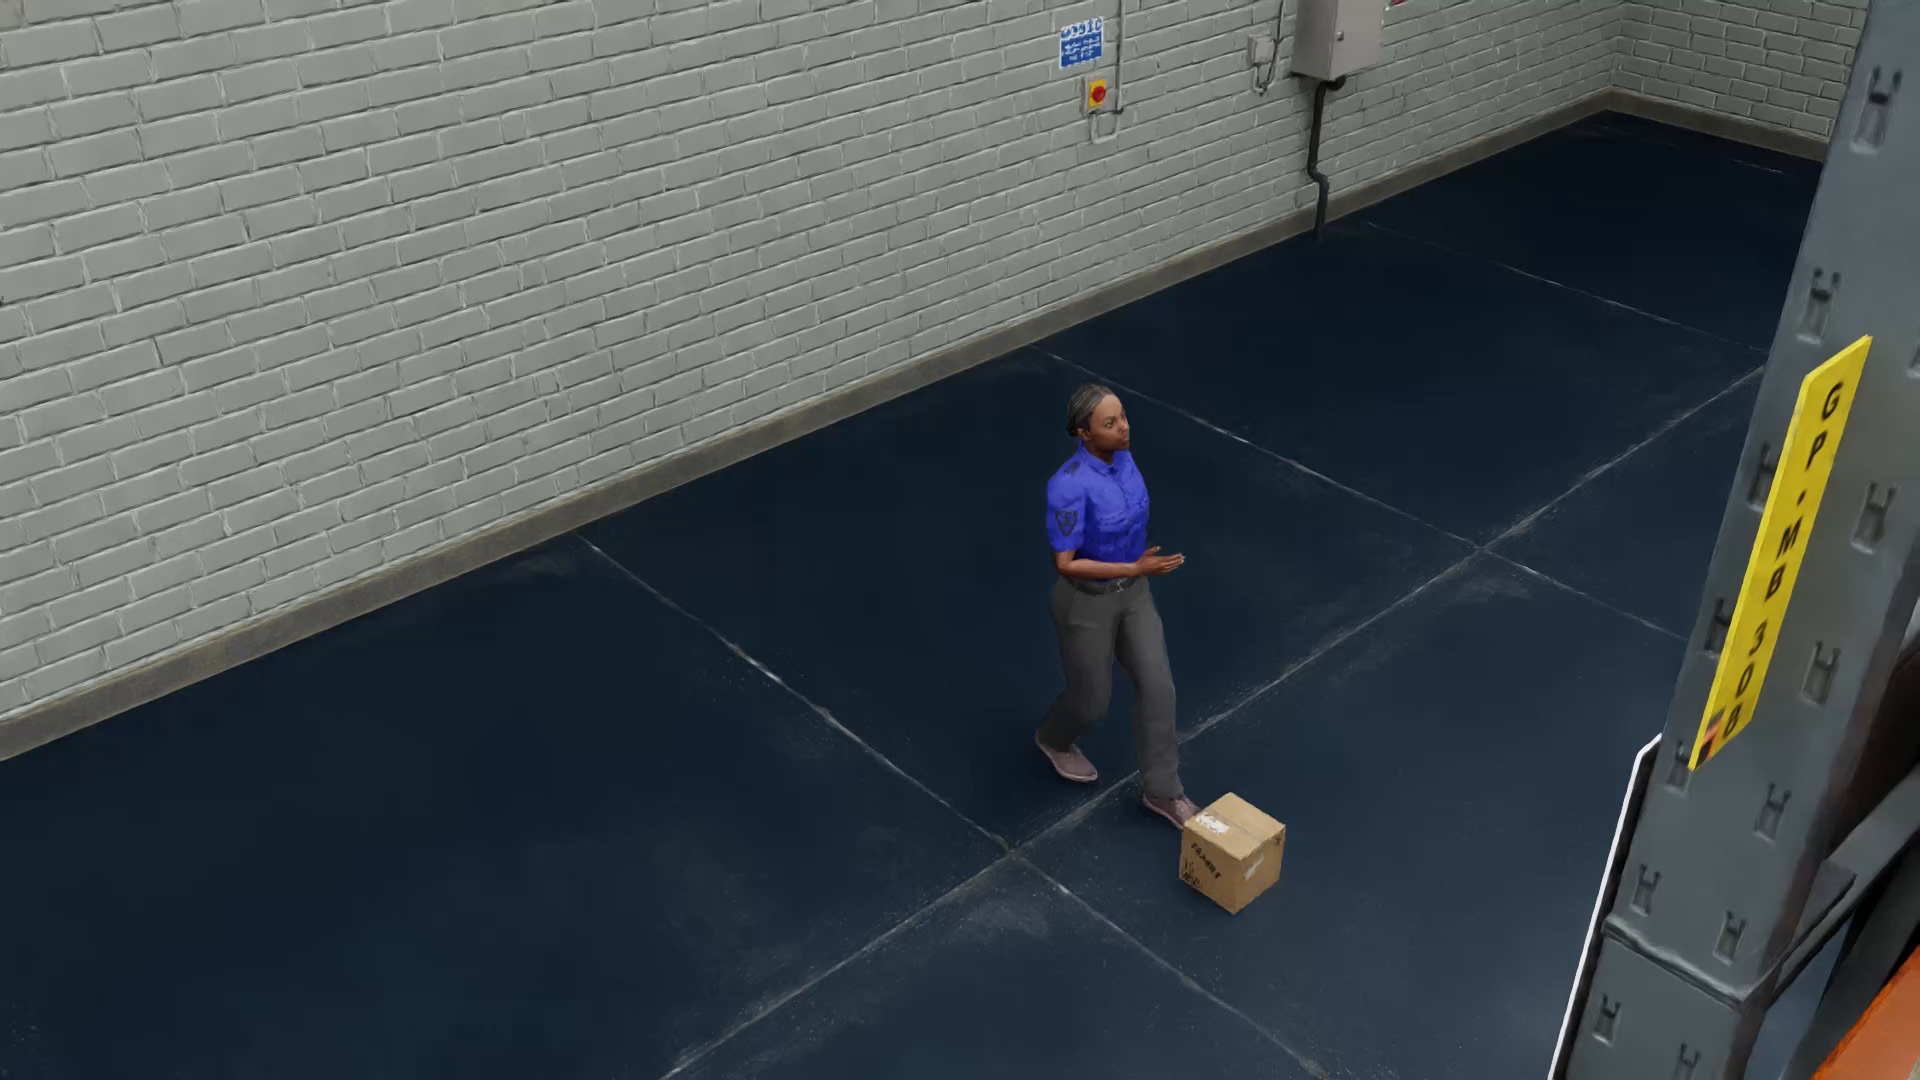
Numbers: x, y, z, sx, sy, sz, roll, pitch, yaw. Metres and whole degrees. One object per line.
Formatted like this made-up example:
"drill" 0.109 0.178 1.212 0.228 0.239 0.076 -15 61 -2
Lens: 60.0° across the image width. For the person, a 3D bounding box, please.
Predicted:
"person" 0.569 0.258 5.744 0.535 1.635 0.795 -25 40 -34
